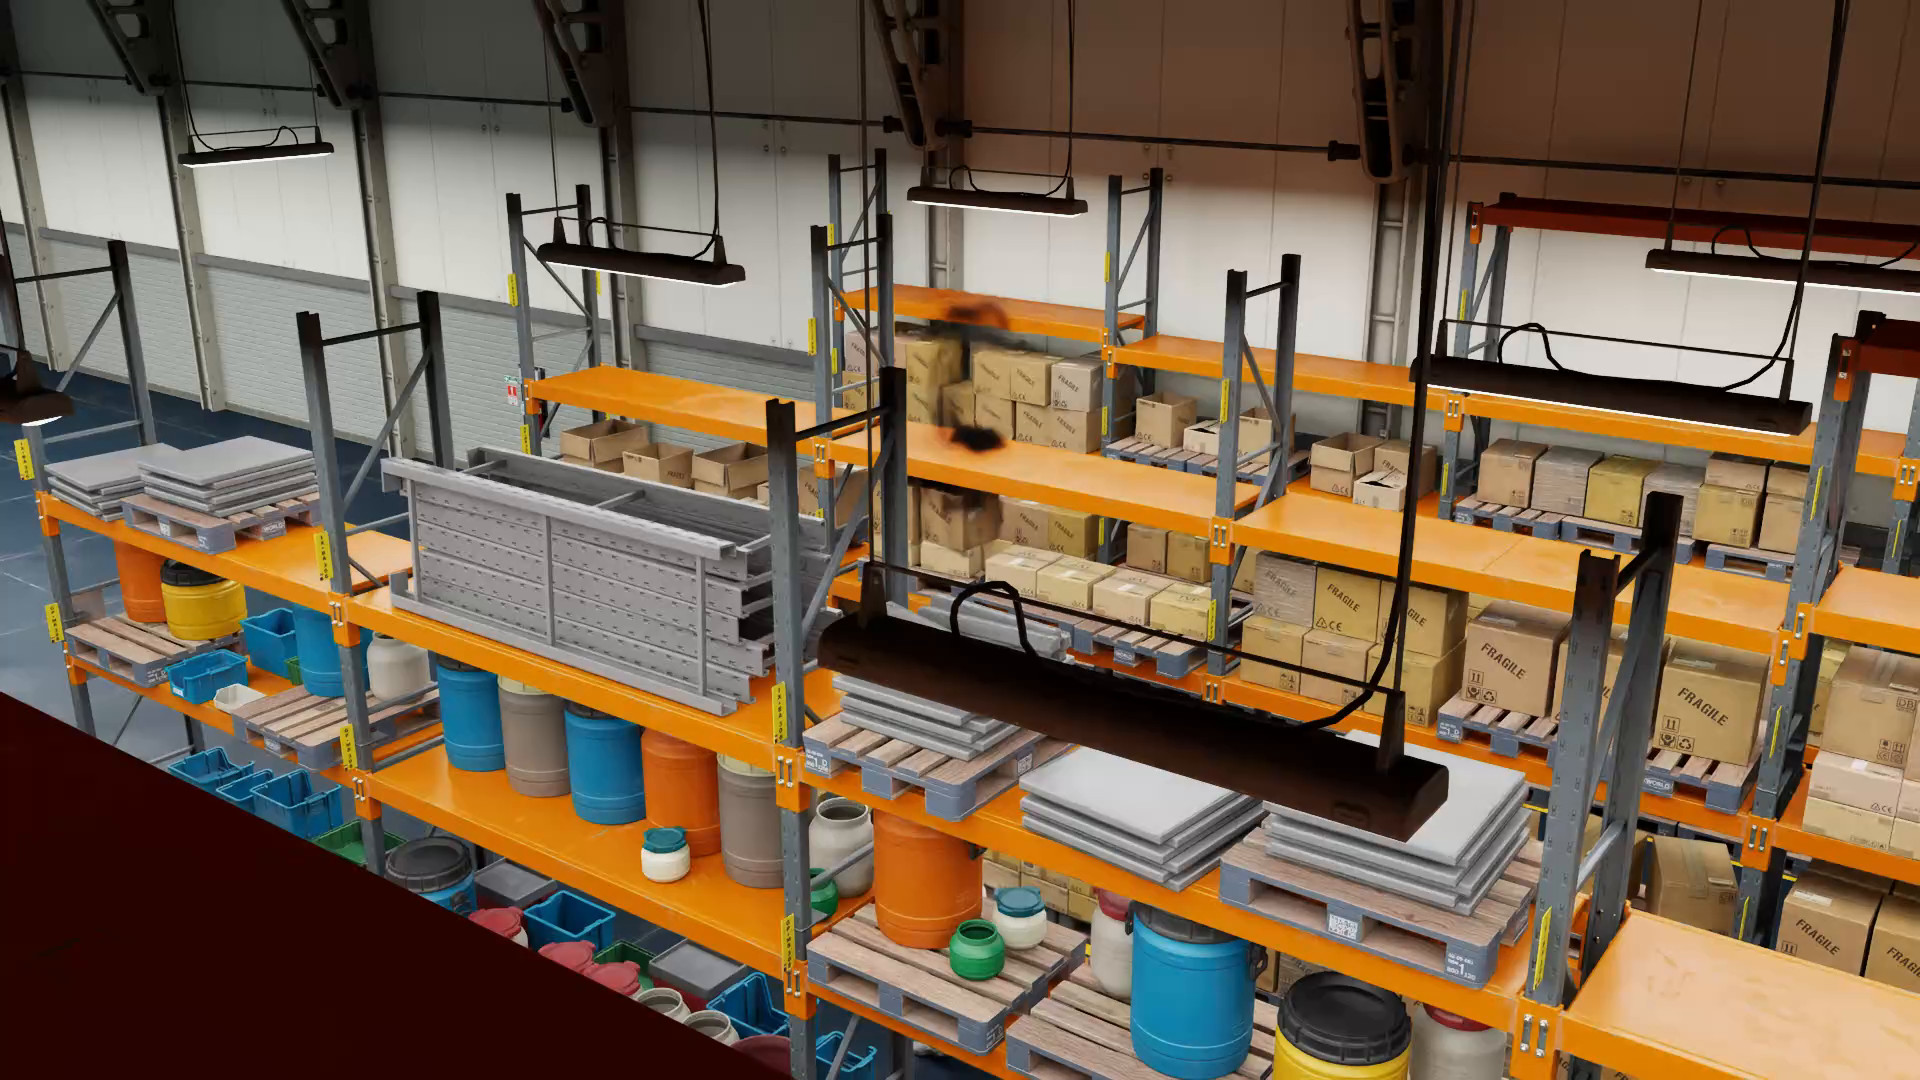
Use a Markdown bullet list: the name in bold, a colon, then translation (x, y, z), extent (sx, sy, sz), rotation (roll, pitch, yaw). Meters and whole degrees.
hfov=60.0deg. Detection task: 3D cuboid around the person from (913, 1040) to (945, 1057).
- **person**: translation (-0.012, 3.227, 12.719), extent (0.849, 1.765, 0.683), rotation (7, 20, 20)
